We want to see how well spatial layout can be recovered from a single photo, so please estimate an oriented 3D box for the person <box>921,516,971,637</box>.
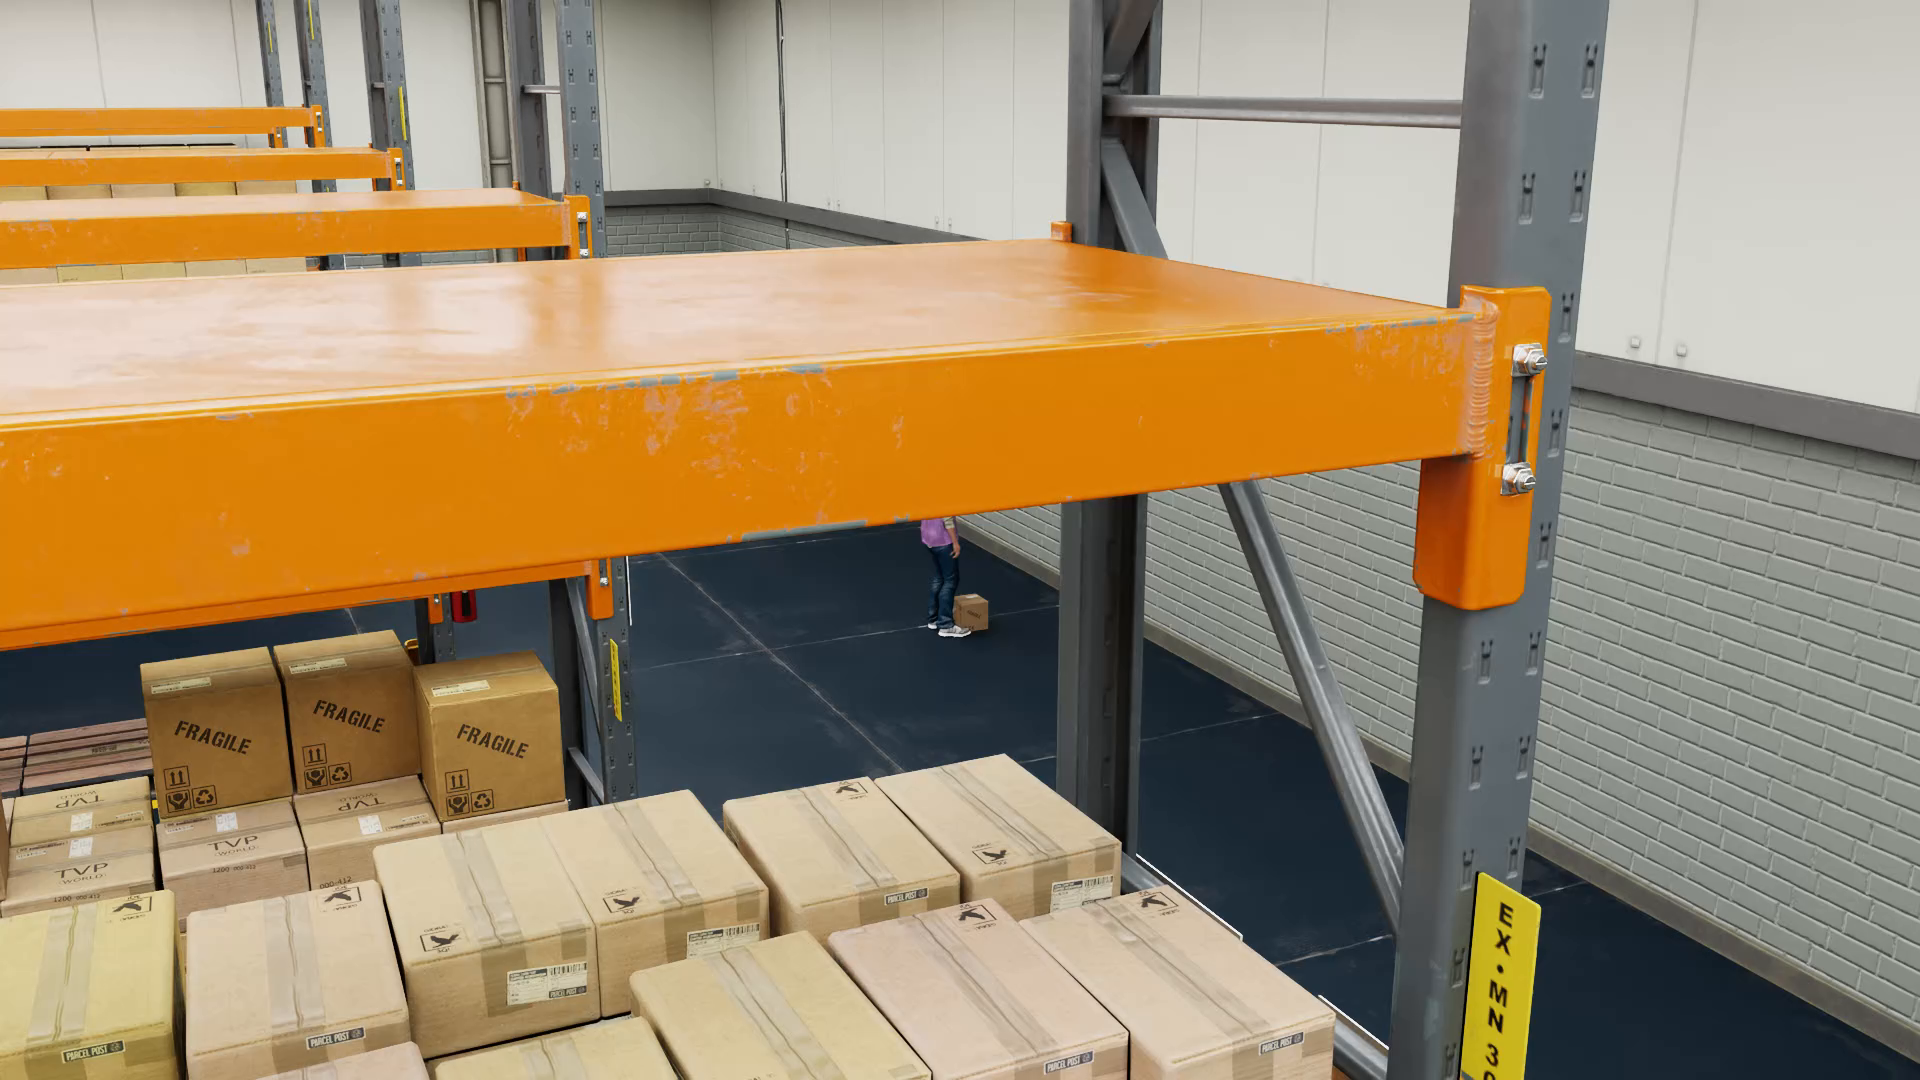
[{"bbox_3d":[-0.141,0.010,14.011,0.344,1.591,0.461,-7,17,-23],"label":"person"}]
